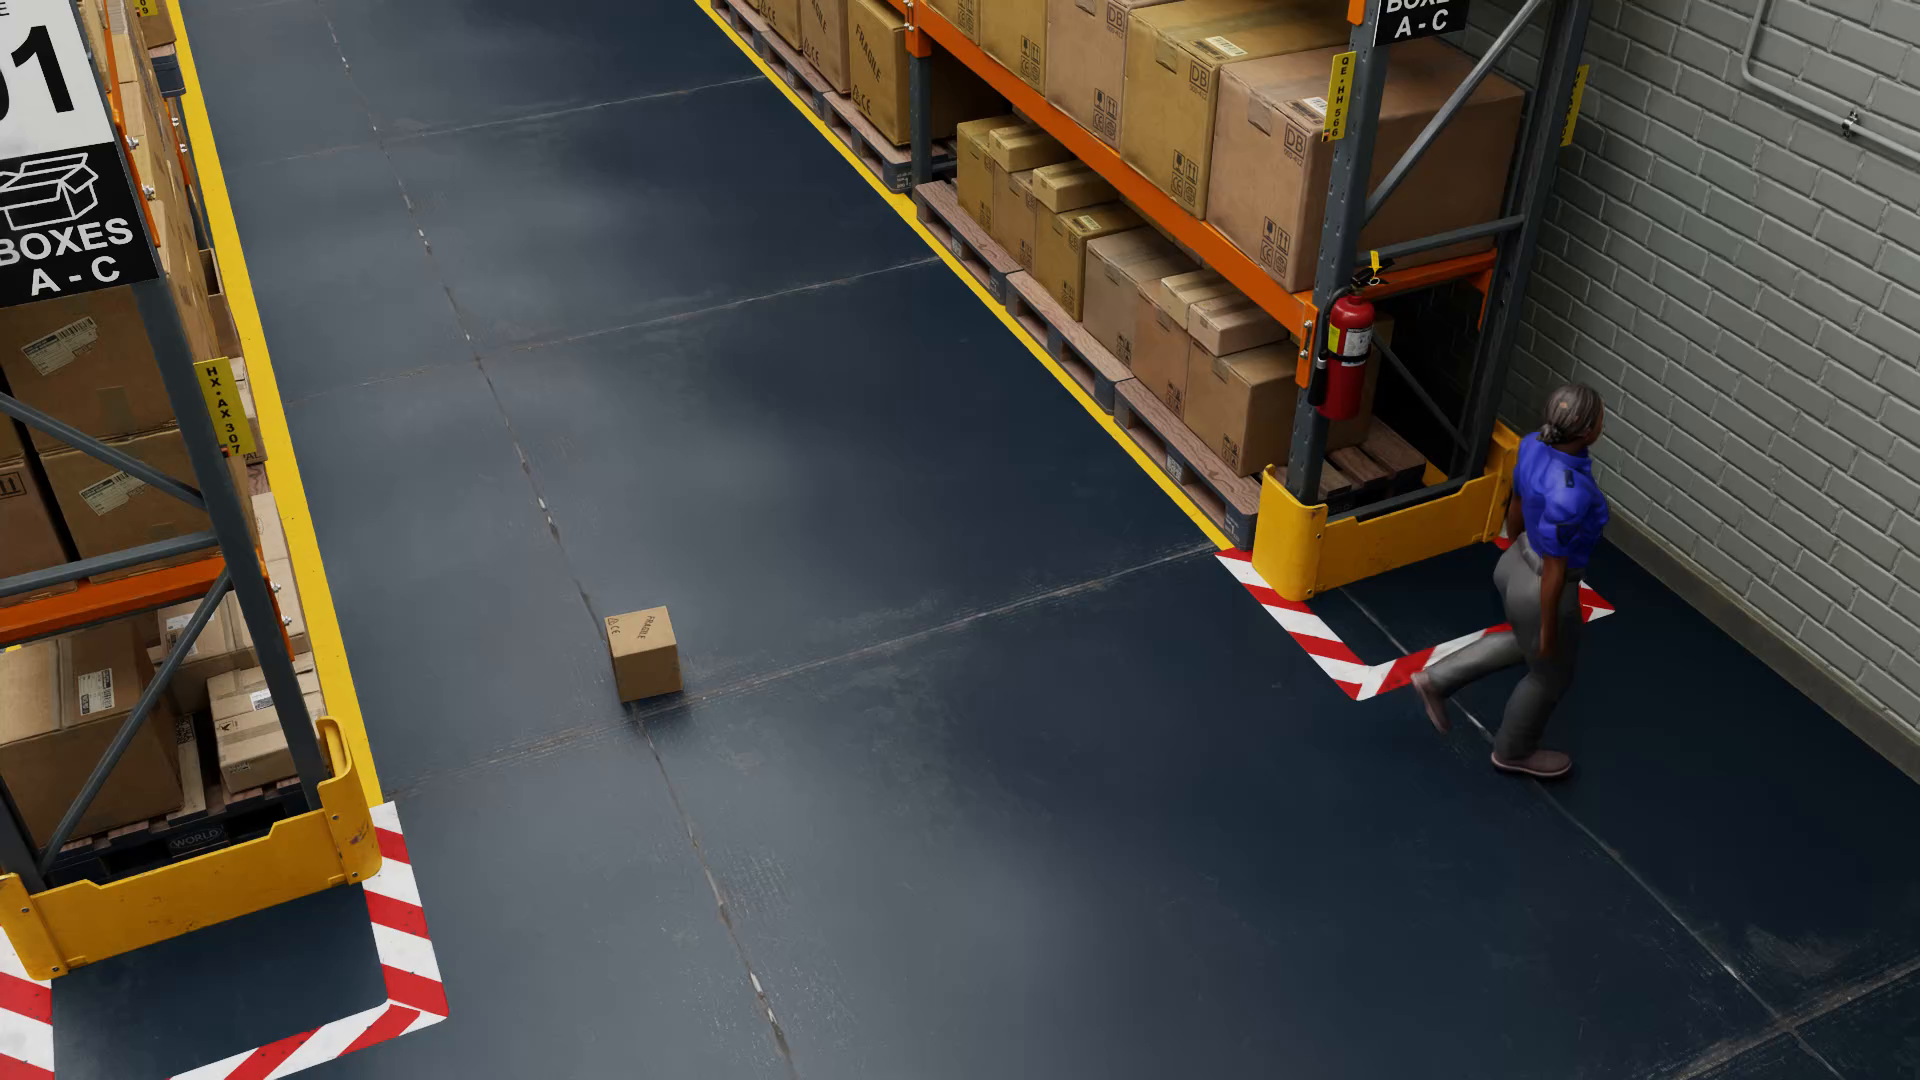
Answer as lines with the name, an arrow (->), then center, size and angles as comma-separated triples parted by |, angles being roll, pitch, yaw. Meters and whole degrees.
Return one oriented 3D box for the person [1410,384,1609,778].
person -> 2.018, 0.159, 5.920 | 0.613, 1.635, 0.477 | 0, 37, 0
